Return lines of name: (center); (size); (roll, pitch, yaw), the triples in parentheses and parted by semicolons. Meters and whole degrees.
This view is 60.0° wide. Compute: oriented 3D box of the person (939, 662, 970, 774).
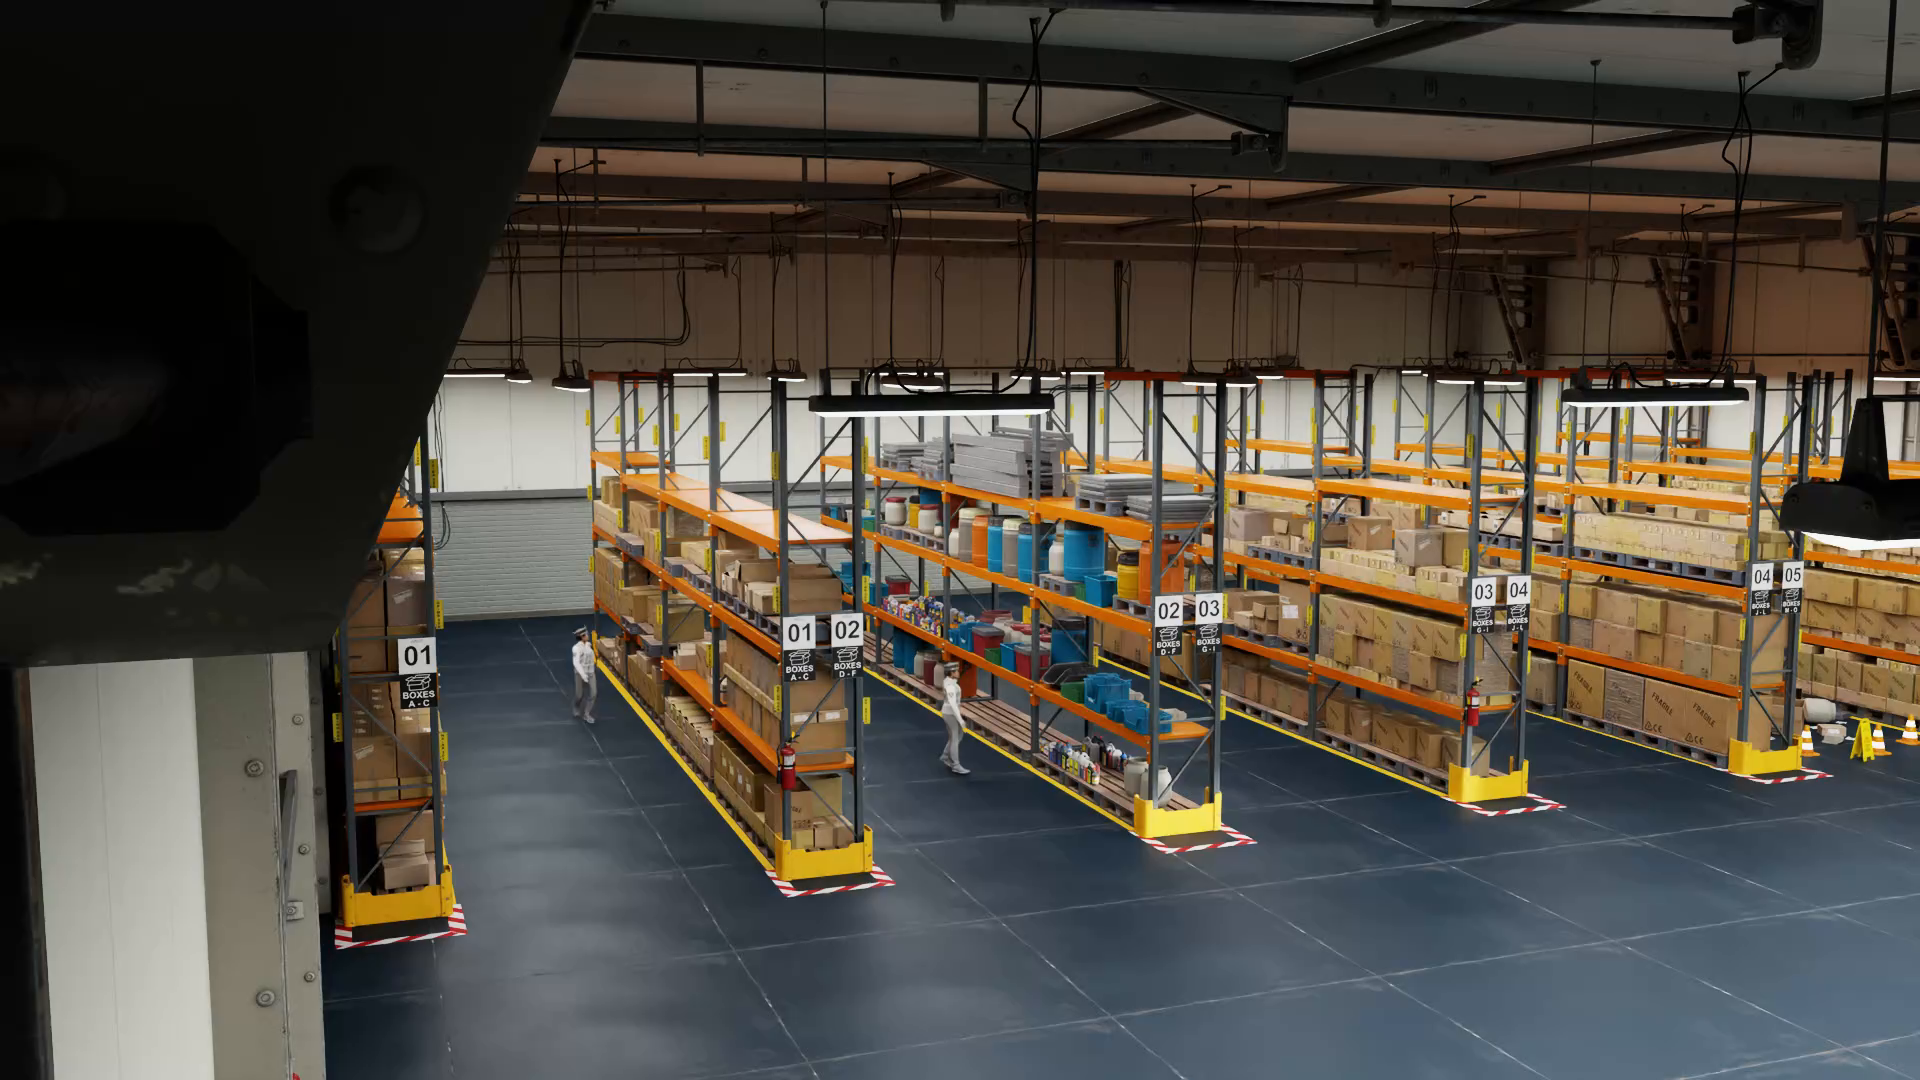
person: (-0.081, 2.682, 25.284); (0.480, 1.684, 0.618); (0, 6, 1)

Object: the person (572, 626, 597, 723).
person: (-6.487, 2.316, 28.780); (0.554, 1.646, 0.702); (-6, 9, -41)
